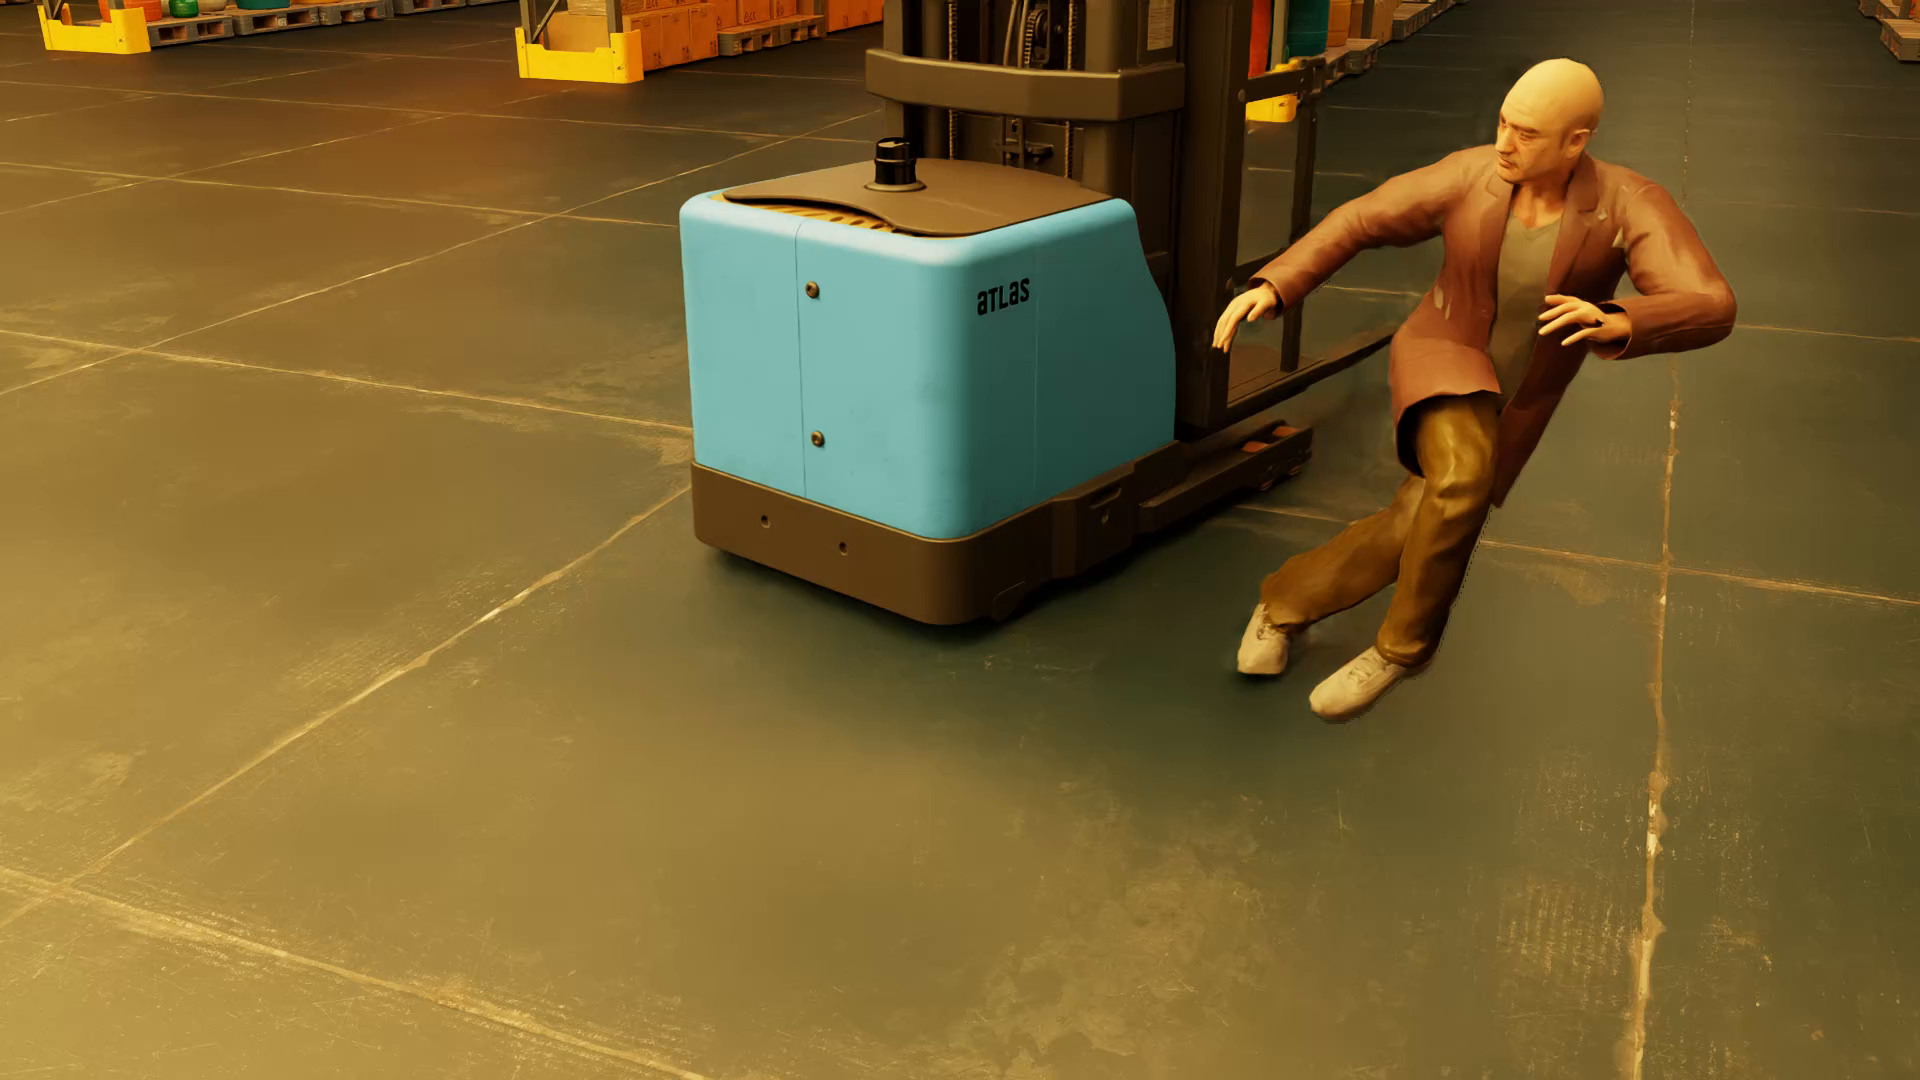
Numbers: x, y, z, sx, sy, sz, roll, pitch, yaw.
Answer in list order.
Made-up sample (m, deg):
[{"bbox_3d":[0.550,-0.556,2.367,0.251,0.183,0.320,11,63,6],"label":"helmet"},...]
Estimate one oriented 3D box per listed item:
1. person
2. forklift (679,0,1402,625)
[{"bbox_3d":[1.087,-0.285,3.746,1.043,1.550,0.929,3,23,8],"label":"person"},{"bbox_3d":[0.538,-1.622,5.174,1.130,2.935,3.031,18,29,36],"label":"forklift"}]
